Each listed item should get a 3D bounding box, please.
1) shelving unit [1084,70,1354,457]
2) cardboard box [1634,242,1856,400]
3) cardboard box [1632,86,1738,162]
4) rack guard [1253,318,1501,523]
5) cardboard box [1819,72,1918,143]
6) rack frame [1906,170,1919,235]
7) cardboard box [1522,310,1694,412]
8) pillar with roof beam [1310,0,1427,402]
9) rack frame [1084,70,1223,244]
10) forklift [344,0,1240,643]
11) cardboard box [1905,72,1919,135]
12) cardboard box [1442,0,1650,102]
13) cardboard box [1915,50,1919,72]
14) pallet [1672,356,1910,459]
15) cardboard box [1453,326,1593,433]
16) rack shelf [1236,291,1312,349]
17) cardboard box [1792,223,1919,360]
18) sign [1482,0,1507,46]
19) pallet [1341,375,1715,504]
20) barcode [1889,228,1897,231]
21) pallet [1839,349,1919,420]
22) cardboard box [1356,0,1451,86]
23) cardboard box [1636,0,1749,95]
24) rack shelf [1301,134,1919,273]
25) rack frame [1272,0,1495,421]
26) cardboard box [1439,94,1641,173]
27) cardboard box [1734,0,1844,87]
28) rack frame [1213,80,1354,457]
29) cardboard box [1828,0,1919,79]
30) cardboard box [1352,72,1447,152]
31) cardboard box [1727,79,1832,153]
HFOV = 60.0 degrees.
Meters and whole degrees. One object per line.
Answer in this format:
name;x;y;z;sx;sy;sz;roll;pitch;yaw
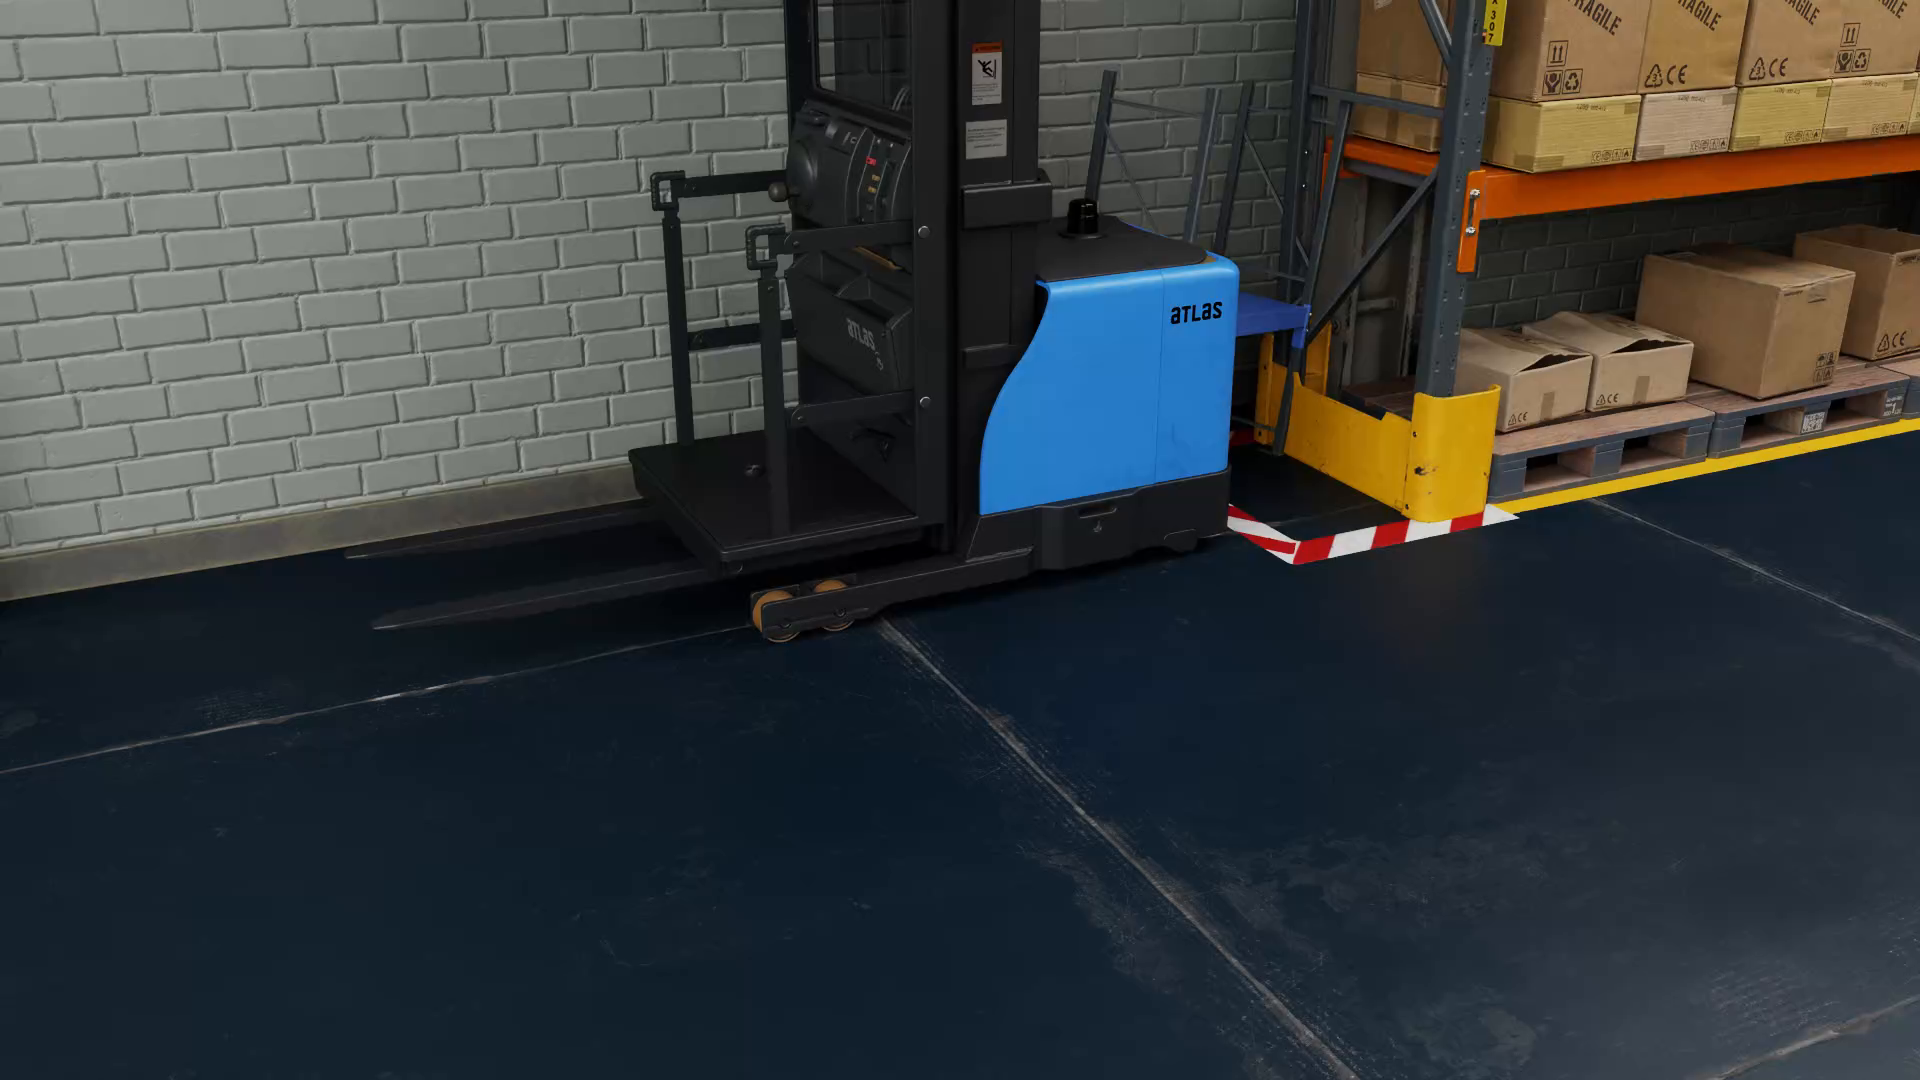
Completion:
shelving unit;0.958;-1.050;6.644;0.538;1.500;1.048;22;23;35
cardboard box;3.471;-0.992;7.418;0.500;0.500;0.700;-12;25;-27
cardboard box;2.651;-1.663;6.517;0.500;0.250;0.500;-11;25;-25
rack guard;1.680;-0.519;6.849;0.348;0.500;1.175;-10;25;-24
cardboard box;3.569;-1.829;6.917;0.500;0.250;0.500;-10;25;-23
rack frame;5.216;-2.324;7.944;0.127;3.000;1.000;-10;25;-24
cardboard box;2.788;-0.800;7.202;0.500;0.311;0.500;-8;24;-19
pillar with roof beam;3.734;-3.363;2.610;0.400;9.000;9.100;-10;25;-24
rack frame;0.634;-0.964;6.262;0.500;1.500;0.032;22;23;35
forklift;-0.559;-1.249;5.436;3.031;2.935;1.130;-11;25;-24
cardboard box;4.022;-1.913;7.119;0.500;0.250;0.500;-11;25;-24
cardboard box;2.172;-1.923;6.163;0.500;0.500;0.500;-10;25;-24
cardboard box;4.018;-2.261;6.980;0.500;0.500;0.500;-11;25;-25
pallet;3.525;-0.709;7.686;1.213;0.211;1.003;-10;25;-24
cardboard box;2.274;-0.706;6.973;0.500;0.311;0.500;-14;26;-30
rack shelf;0.935;-0.881;6.701;0.538;0.185;1.000;22;23;35
cardboard box;4.298;-1.187;7.888;0.500;0.500;0.500;-12;26;-28
sign;1.847;-1.874;5.723;0.005;0.325;0.100;-10;25;-24
pallet;2.427;-0.508;7.201;1.213;0.211;1.003;-10;25;-24
barcode;4.625;-1.514;8.260;0.075;0.075;0.001;-10;25;-24
pallet;4.626;-0.912;8.178;1.213;0.211;1.003;-10;25;-24
cardboard box;1.944;-2.099;6.588;0.500;0.500;0.500;-11;25;-24
cardboard box;2.622;-2.002;6.353;0.500;0.500;0.500;-10;25;-23
rack shelf;3.414;-1.660;7.280;4.000;0.370;1.077;-10;25;-24
rack frame;1.612;-1.661;6.341;0.127;3.000;1.000;-10;25;-24
cardboard box;2.189;-1.572;6.297;0.500;0.250;0.500;-11;25;-25
cardboard box;3.090;-2.085;6.555;0.500;0.500;0.500;-11;25;-25
rack frame;1.282;-1.136;7.026;0.500;1.500;0.032;22;23;35
cardboard box;3.550;-2.175;6.771;0.500;0.500;0.500;-10;24;-22
cardboard box;1.949;-1.745;6.714;0.500;0.250;0.500;-10;25;-23
cardboard box;3.112;-1.746;6.716;0.500;0.250;0.500;-11;25;-24
